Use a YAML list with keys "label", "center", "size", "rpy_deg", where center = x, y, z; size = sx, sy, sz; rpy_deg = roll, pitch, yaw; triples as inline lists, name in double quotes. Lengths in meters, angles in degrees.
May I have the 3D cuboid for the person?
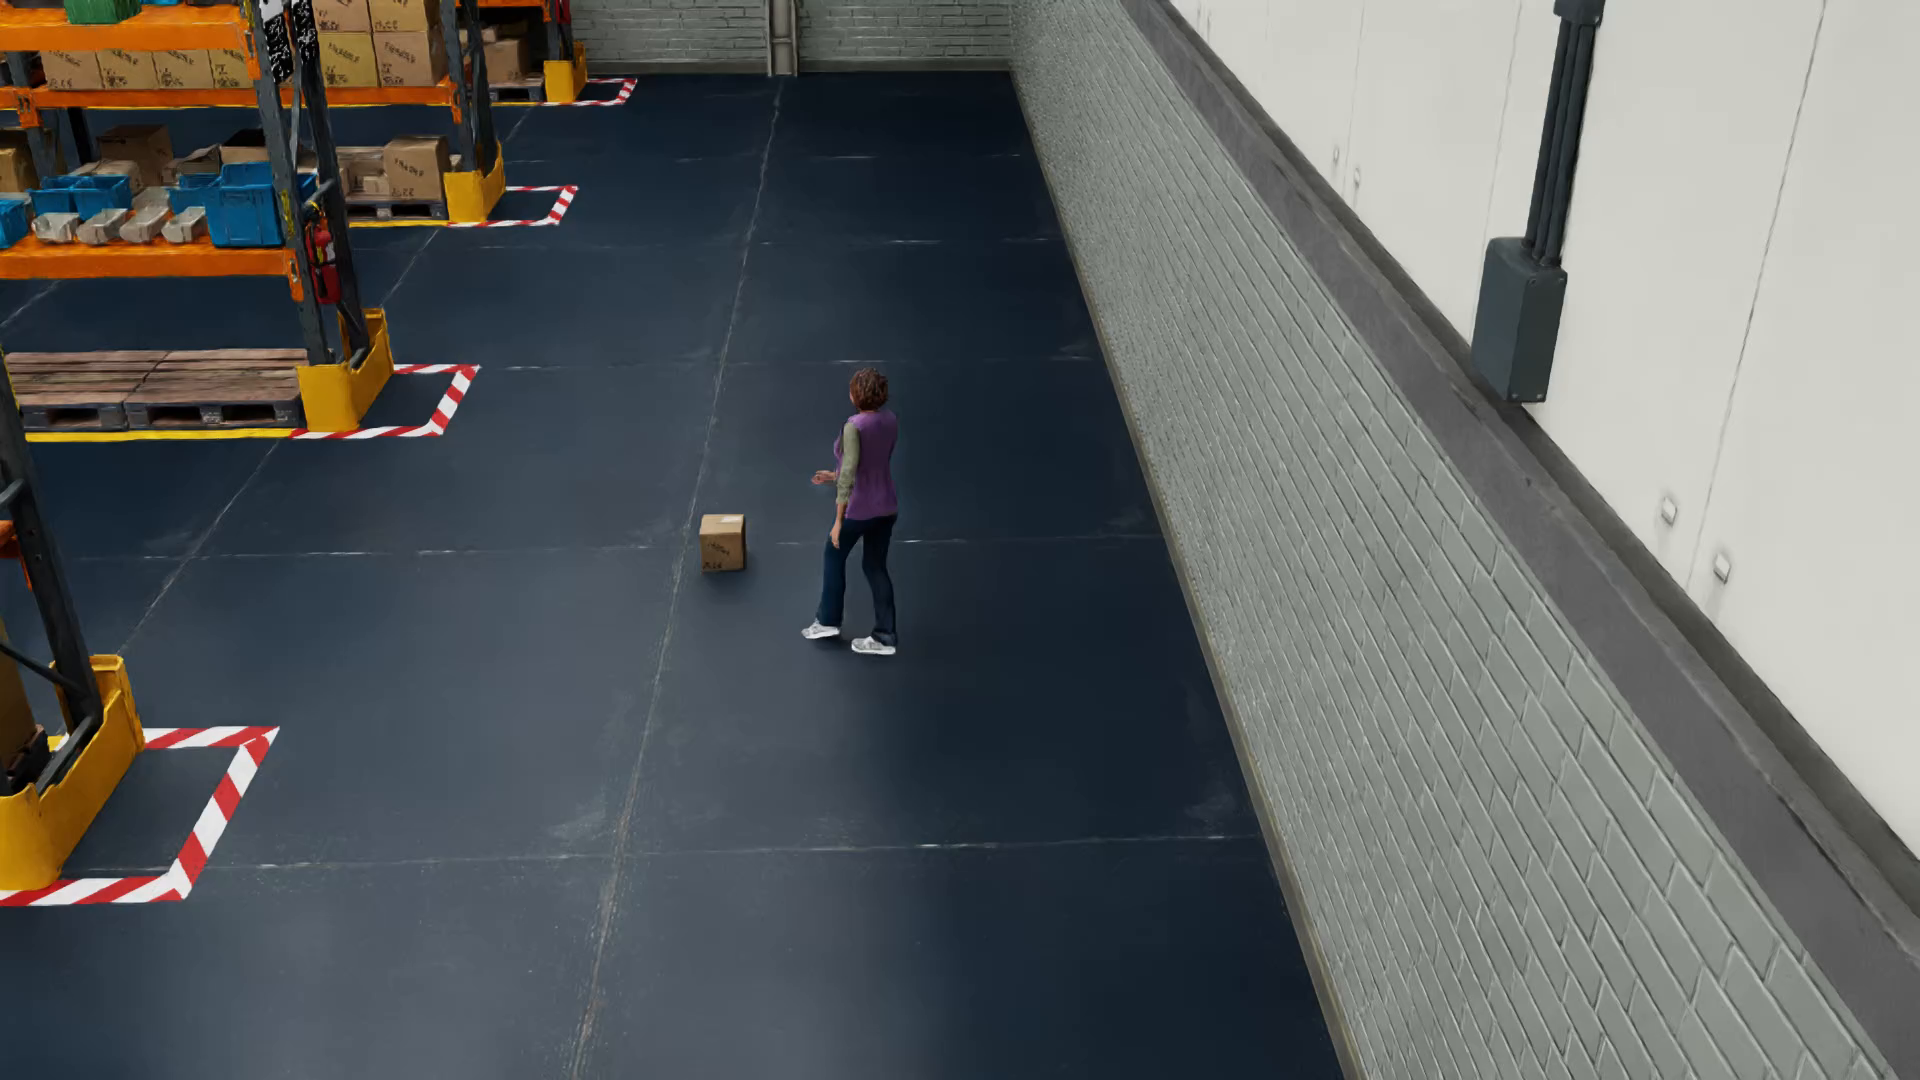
- label: "person"
  center: [-0.559, -0.129, 8.943]
  size: [0.560, 1.610, 0.655]
  rpy_deg: [-23, 36, -36]
